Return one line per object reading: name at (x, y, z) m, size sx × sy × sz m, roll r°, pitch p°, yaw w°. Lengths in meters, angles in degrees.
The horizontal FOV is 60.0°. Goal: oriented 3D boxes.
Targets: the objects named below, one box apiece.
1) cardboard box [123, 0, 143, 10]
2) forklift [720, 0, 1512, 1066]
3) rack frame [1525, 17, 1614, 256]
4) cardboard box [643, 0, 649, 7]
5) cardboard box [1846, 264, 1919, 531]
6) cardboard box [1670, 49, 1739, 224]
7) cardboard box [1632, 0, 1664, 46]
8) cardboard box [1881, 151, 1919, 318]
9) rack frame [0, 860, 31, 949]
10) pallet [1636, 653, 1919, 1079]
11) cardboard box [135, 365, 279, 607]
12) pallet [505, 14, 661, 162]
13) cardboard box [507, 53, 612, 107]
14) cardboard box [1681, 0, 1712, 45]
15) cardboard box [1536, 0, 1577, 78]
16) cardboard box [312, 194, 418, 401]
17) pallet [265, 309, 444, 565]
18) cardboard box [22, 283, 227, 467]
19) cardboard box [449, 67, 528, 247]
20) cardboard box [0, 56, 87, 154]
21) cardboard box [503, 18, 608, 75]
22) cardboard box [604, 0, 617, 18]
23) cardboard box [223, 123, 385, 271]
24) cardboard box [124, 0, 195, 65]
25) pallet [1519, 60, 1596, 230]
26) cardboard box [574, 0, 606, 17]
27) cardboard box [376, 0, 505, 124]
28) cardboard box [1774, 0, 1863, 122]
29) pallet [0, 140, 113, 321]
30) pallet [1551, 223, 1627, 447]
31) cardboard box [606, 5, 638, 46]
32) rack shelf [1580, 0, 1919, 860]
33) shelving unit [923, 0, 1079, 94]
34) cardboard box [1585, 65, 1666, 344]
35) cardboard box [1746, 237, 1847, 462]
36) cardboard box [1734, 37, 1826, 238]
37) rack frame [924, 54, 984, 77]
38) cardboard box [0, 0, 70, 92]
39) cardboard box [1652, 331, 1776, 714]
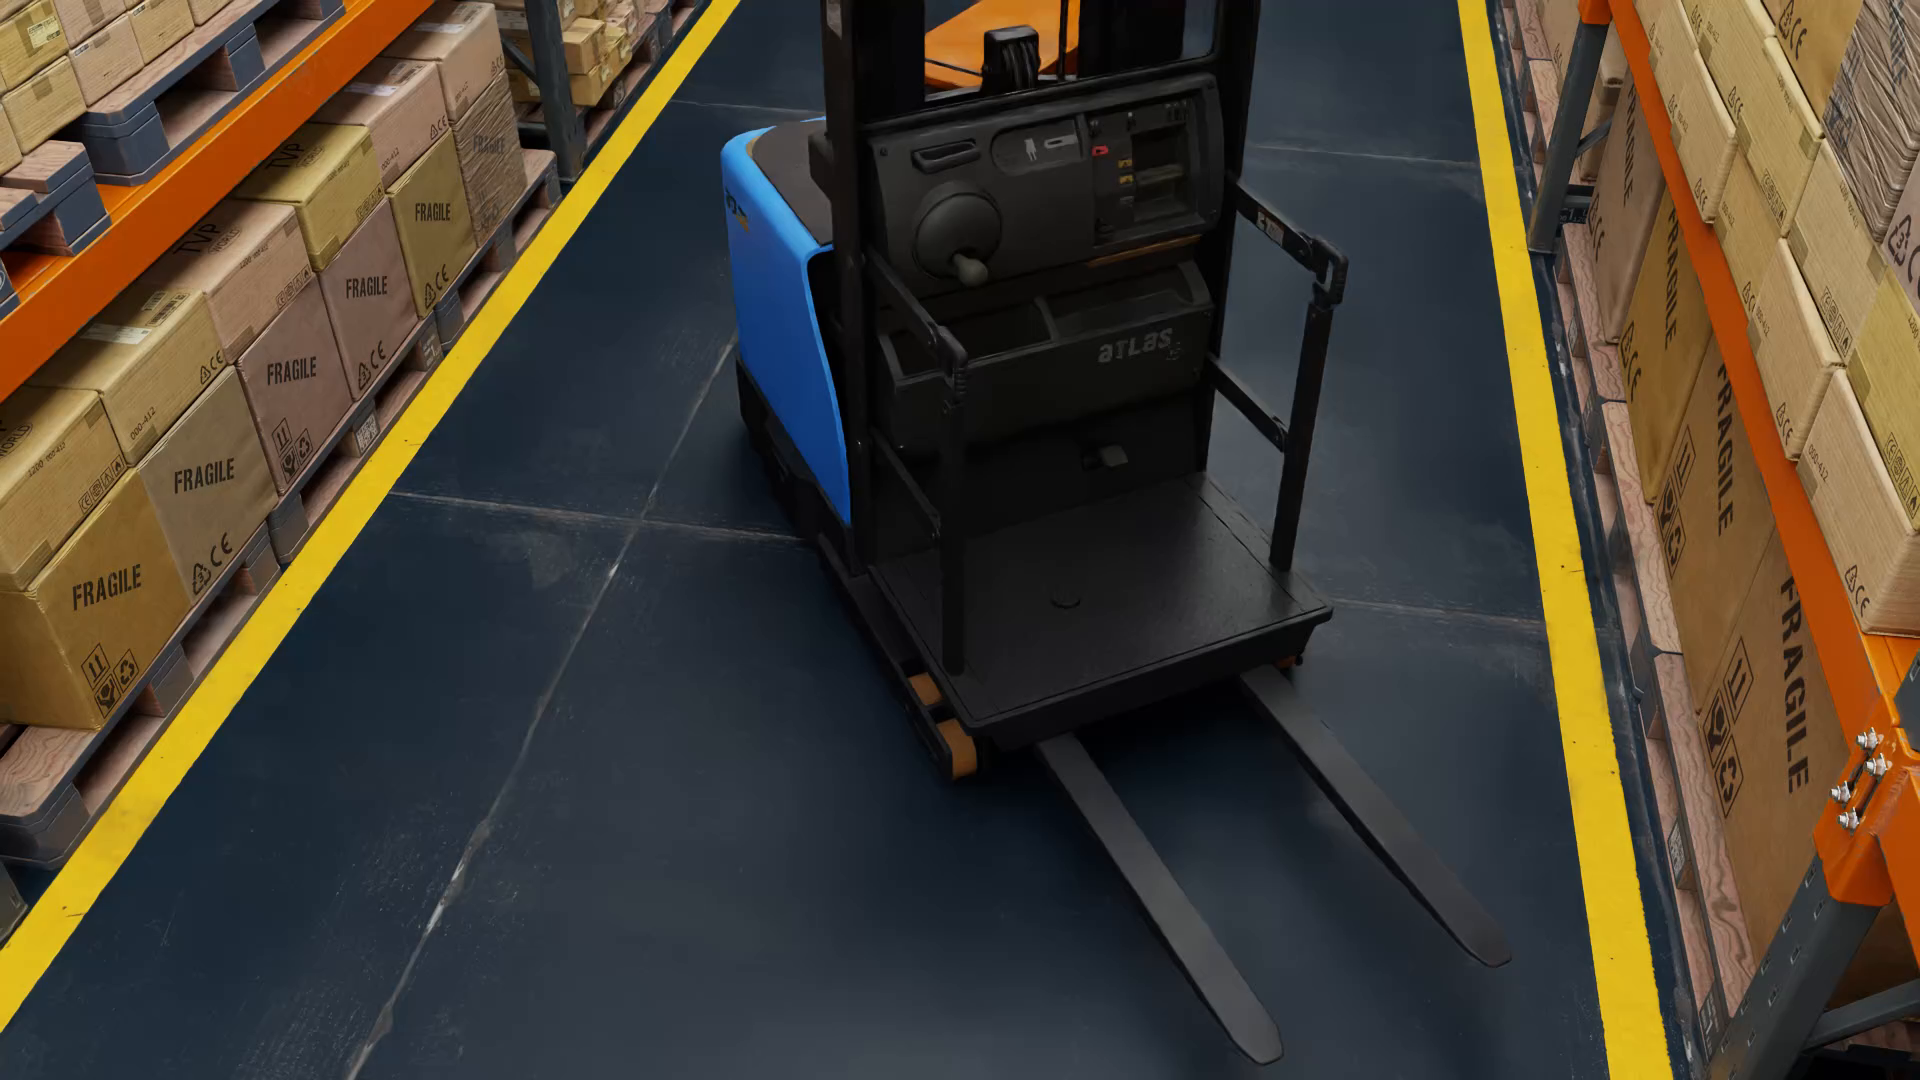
cardboard box at (-2.313, -1.523, 4.372) m, size 0.380 × 0.149 × 0.250 m, roll 6°, pitch 40°, yaw 7°
forklift at (0.322, -0.803, 3.921) m, size 1.130 × 2.935 × 3.031 m, roll -16°, pitch 42°, yaw -19°
rack frame at (2.769, -2.281, 5.655) m, size 1.000 × 3.000 × 0.127 m, roll 6°, pitch 40°, yaw 8°
cardboard box at (-1.700, -2.686, 8.053) m, size 0.380 × 0.149 × 0.250 m, roll 5°, pitch 40°, yaw 6°
cardboard box at (1.910, -0.238, 2.909) m, size 0.500 × 0.250 × 0.500 m, roll 6°, pitch 40°, yaw 8°
cardboard box at (2.145, -1.019, 4.246) m, size 0.500 × 0.250 × 0.500 m, roll 6°, pitch 40°, yaw 7°
cardboard box at (2.345, -1.652, 5.011) m, size 0.500 × 0.250 × 0.500 m, roll 5°, pitch 40°, yaw 7°
cardboard box at (1.908, -0.548, 2.696) m, size 0.500 × 0.500 × 0.500 m, roll 5°, pitch 40°, yaw 6°
rack frame at (-2.816, -0.254, 3.203) m, size 1.000 × 3.000 × 0.127 m, roll 6°, pitch 40°, yaw 8°
pallet at (2.287, 0.817, 4.096) m, size 1.003 × 0.211 × 1.213 m, roll 6°, pitch 40°, yaw 8°
cardboard box at (-2.359, -0.184, 4.750) m, size 0.500 × 0.500 × 0.500 m, roll 7°, pitch 40°, yaw 8°
pallet at (-2.043, -2.115, 7.642) m, size 1.003 × 0.211 × 1.213 m, roll 6°, pitch 40°, yaw 8°
cardboard box at (-1.745, -2.020, 7.247) m, size 0.380 × 0.149 × 0.250 m, roll 5°, pitch 40°, yaw 6°
cardboard box at (2.239, -1.527, 4.469) m, size 0.500 × 0.250 × 0.500 m, roll 7°, pitch 40°, yaw 8°
cardboard box at (3.137, -2.400, 7.480) m, size 0.875 × 0.438 × 0.875 m, roll 5°, pitch 40°, yaw 6°
cardboard box at (-2.186, -0.827, 5.528) m, size 0.500 × 0.500 × 0.500 m, roll 6°, pitch 40°, yaw 7°
pallet at (-2.466, -0.433, 5.607) m, size 1.003 × 0.211 × 1.213 m, roll 6°, pitch 40°, yaw 8°
cardboard box at (-2.371, -0.465, 4.502) m, size 0.500 × 0.250 × 0.500 m, roll 6°, pitch 40°, yaw 7°
cardboard box at (-2.004, -1.470, 6.306) m, size 0.500 × 0.500 × 0.500 m, roll 6°, pitch 40°, yaw 7°
cardboard box at (-2.402, -1.084, 4.075) m, size 0.380 × 0.149 × 0.250 m, roll 8°, pitch 40°, yaw 10°
cardboard box at (-1.746, -2.134, 7.151) m, size 0.380 × 0.149 × 0.250 m, roll 8°, pitch 40°, yaw 10°
cardboard box at (-1.784, -2.459, 7.545) m, size 0.380 × 0.149 × 0.250 m, roll 6°, pitch 40°, yaw 7°
cardboard box at (-2.184, -1.102, 5.272) m, size 0.500 × 0.250 × 0.500 m, roll 5°, pitch 40°, yaw 6°
cardboard box at (-2.313, -1.409, 4.468) m, size 0.380 × 0.149 × 0.250 m, roll 7°, pitch 40°, yaw 8°
pallet at (2.977, -1.675, 7.111) m, size 1.003 × 0.211 × 1.213 m, roll 6°, pitch 40°, yaw 8°
cardboard box at (-1.754, -2.416, 7.259) m, size 0.380 × 0.149 × 0.250 m, roll 8°, pitch 40°, yaw 10°
cardboard box at (-2.004, -1.756, 6.064) m, size 0.500 × 0.250 × 0.500 m, roll 5°, pitch 40°, yaw 6°
cardboard box at (2.082, -1.182, 3.463) m, size 0.500 × 0.500 × 0.500 m, roll 6°, pitch 40°, yaw 8°
pallet at (-2.798, -0.639, 3.819) m, size 1.213 × 0.211 × 1.003 m, roll 6°, pitch 40°, yaw 8°
pallet at (2.709, -0.714, 5.948) m, size 1.003 × 0.211 × 1.213 m, roll 6°, pitch 40°, yaw 8°
cardboard box at (-1.707, -2.349, 7.645) m, size 0.380 × 0.149 × 0.250 m, roll 6°, pitch 40°, yaw 7°
rack shelf at (2.423, -0.749, 4.367) m, size 1.077 × 0.370 × 4.000 m, roll 6°, pitch 40°, yaw 8°
shelving unit at (0.192, -1.492, 6.172) m, size 0.538 × 1.125 × 1.048 m, roll 23°, pitch 45°, yaw 25°
cardboard box at (2.740, -1.227, 5.717) m, size 0.875 × 0.875 × 0.875 m, roll 8°, pitch 40°, yaw 9°
cardboard box at (1.981, -0.382, 3.475) m, size 0.500 × 0.250 × 0.500 m, roll 7°, pitch 40°, yaw 8°
cardboard box at (2.064, -0.884, 3.690) m, size 0.500 × 0.250 × 0.500 m, roll 5°, pitch 40°, yaw 7°
rack frame at (-0.090, -1.222, 5.846) m, size 0.500 × 1.125 × 0.032 m, roll 23°, pitch 45°, yaw 25°
cardboard box at (-2.404, -1.211, 3.995) m, size 0.380 × 0.149 × 0.250 m, roll 7°, pitch 40°, yaw 8°
cardboard box at (2.436, -0.098, 4.352) m, size 0.875 × 0.875 × 0.875 m, roll 7°, pitch 40°, yaw 8°
